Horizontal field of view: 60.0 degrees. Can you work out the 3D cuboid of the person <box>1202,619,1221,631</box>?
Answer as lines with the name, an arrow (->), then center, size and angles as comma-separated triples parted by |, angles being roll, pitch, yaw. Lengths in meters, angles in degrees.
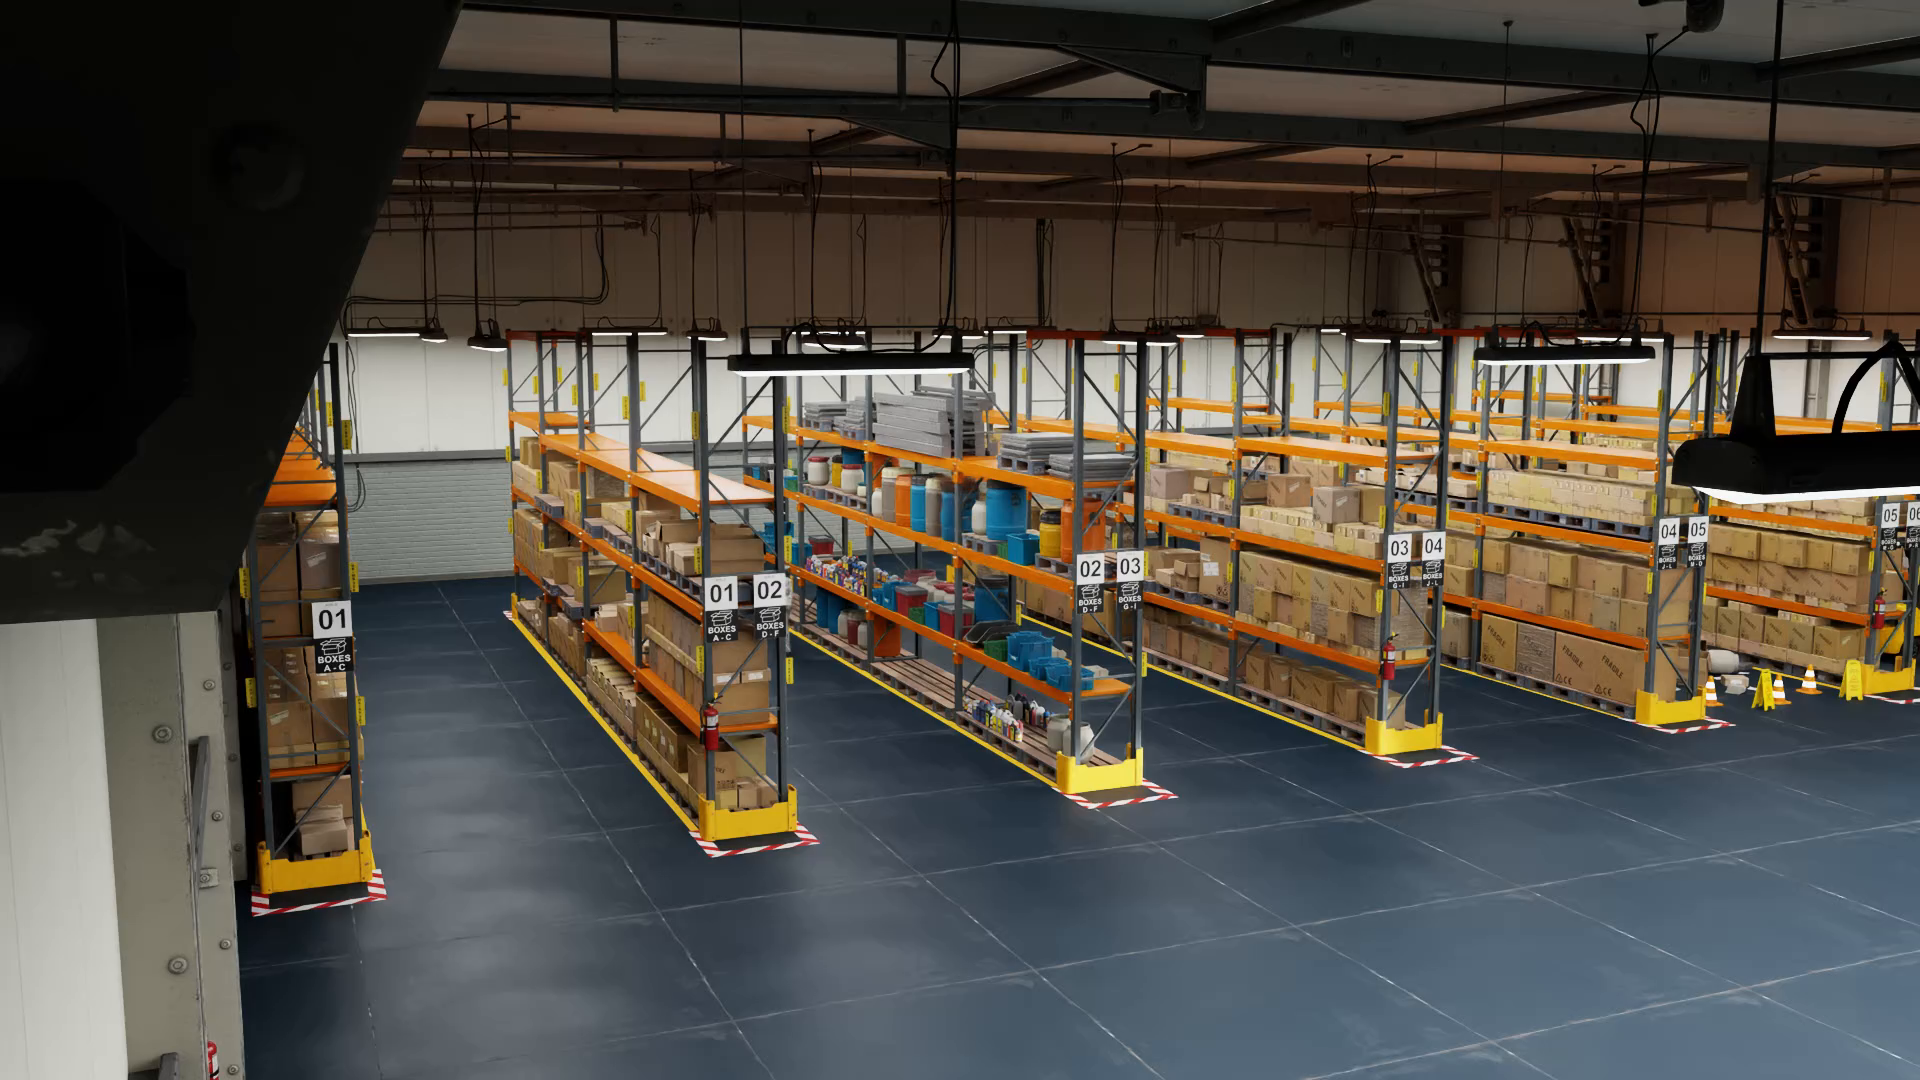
person -> 4.848, 1.080, 32.283 | 0.598, 1.766, 0.516 | -1, 8, -8

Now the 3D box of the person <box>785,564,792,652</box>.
person -> -3.302, 1.303, 31.114 | 0.400, 1.754, 0.525 | 5, 9, 32
